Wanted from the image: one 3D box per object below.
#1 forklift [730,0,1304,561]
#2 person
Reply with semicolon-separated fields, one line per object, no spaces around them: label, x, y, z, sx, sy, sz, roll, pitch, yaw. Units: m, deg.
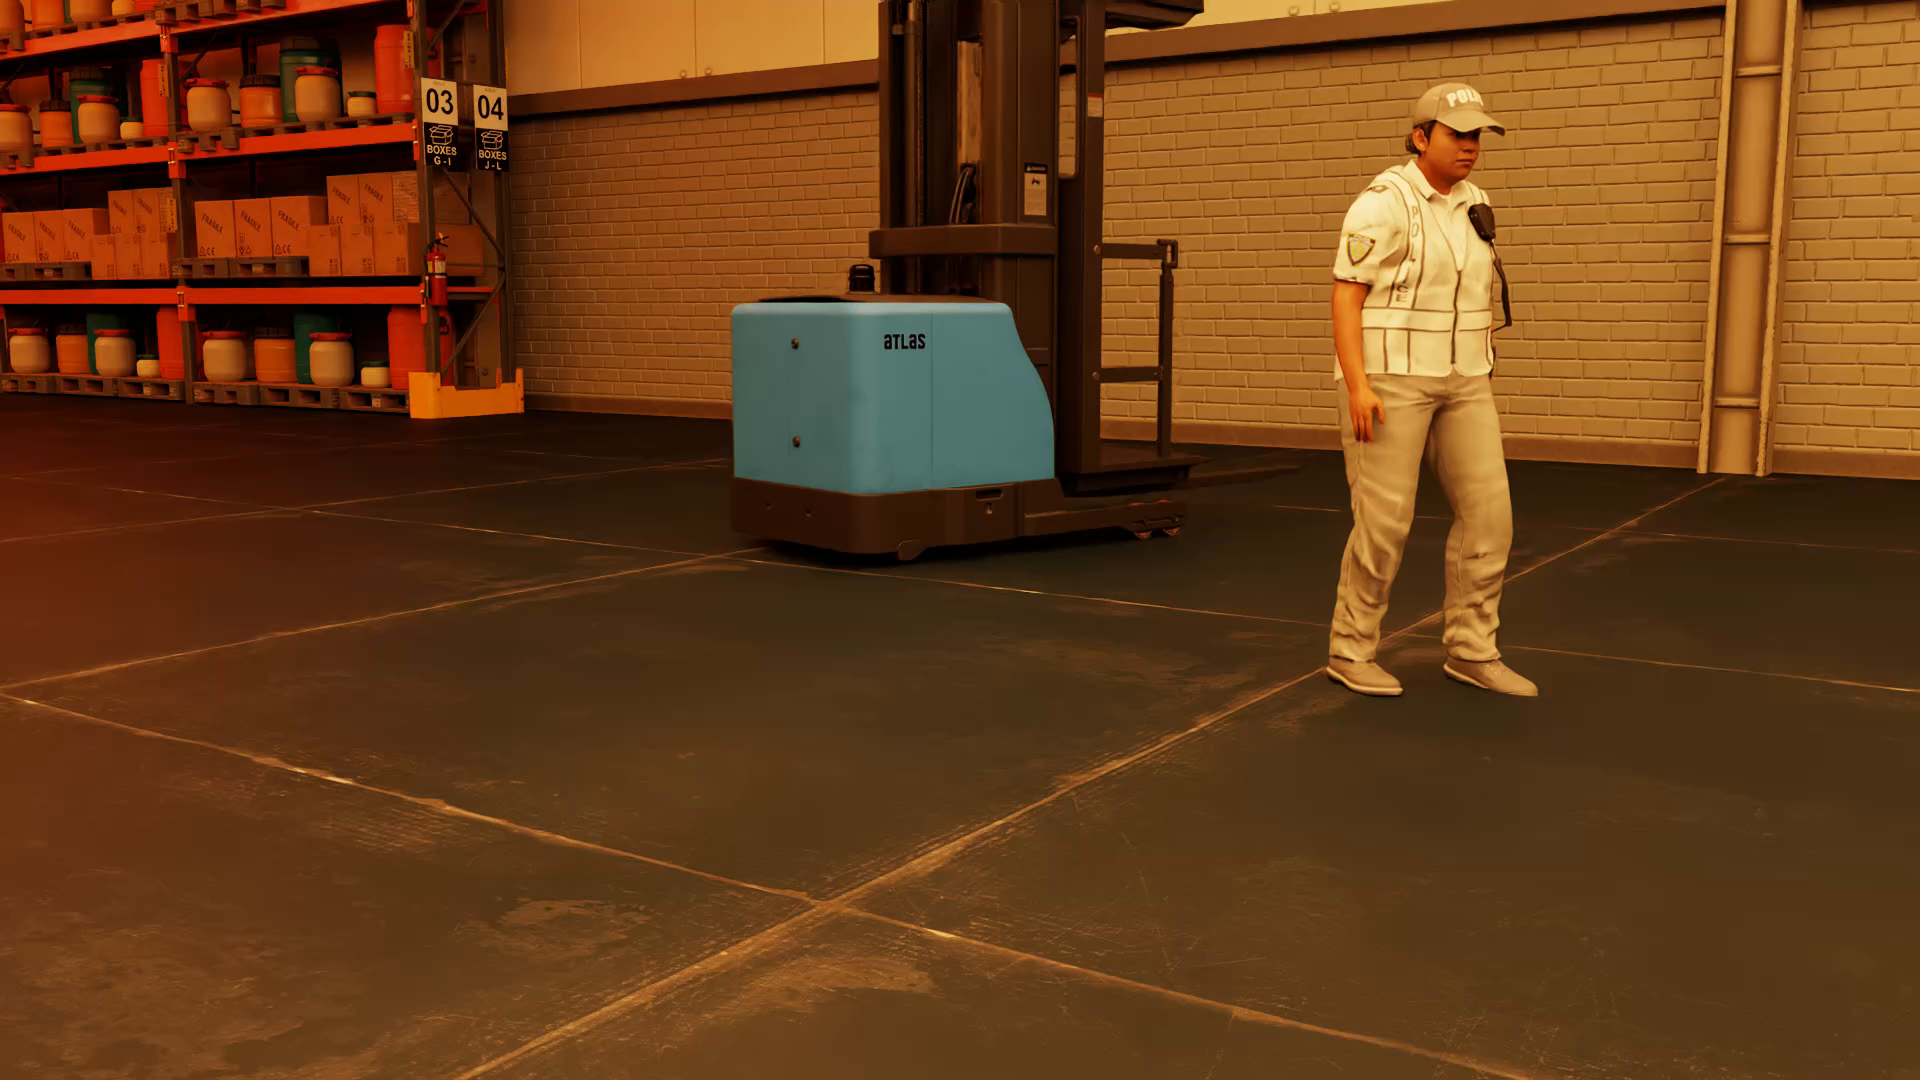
forklift;0.430;-1.510;7.811;3.031;2.935;1.130;-7;11;-40
person;1.290;-0.398;4.599;0.552;1.682;0.465;-3;9;-22
